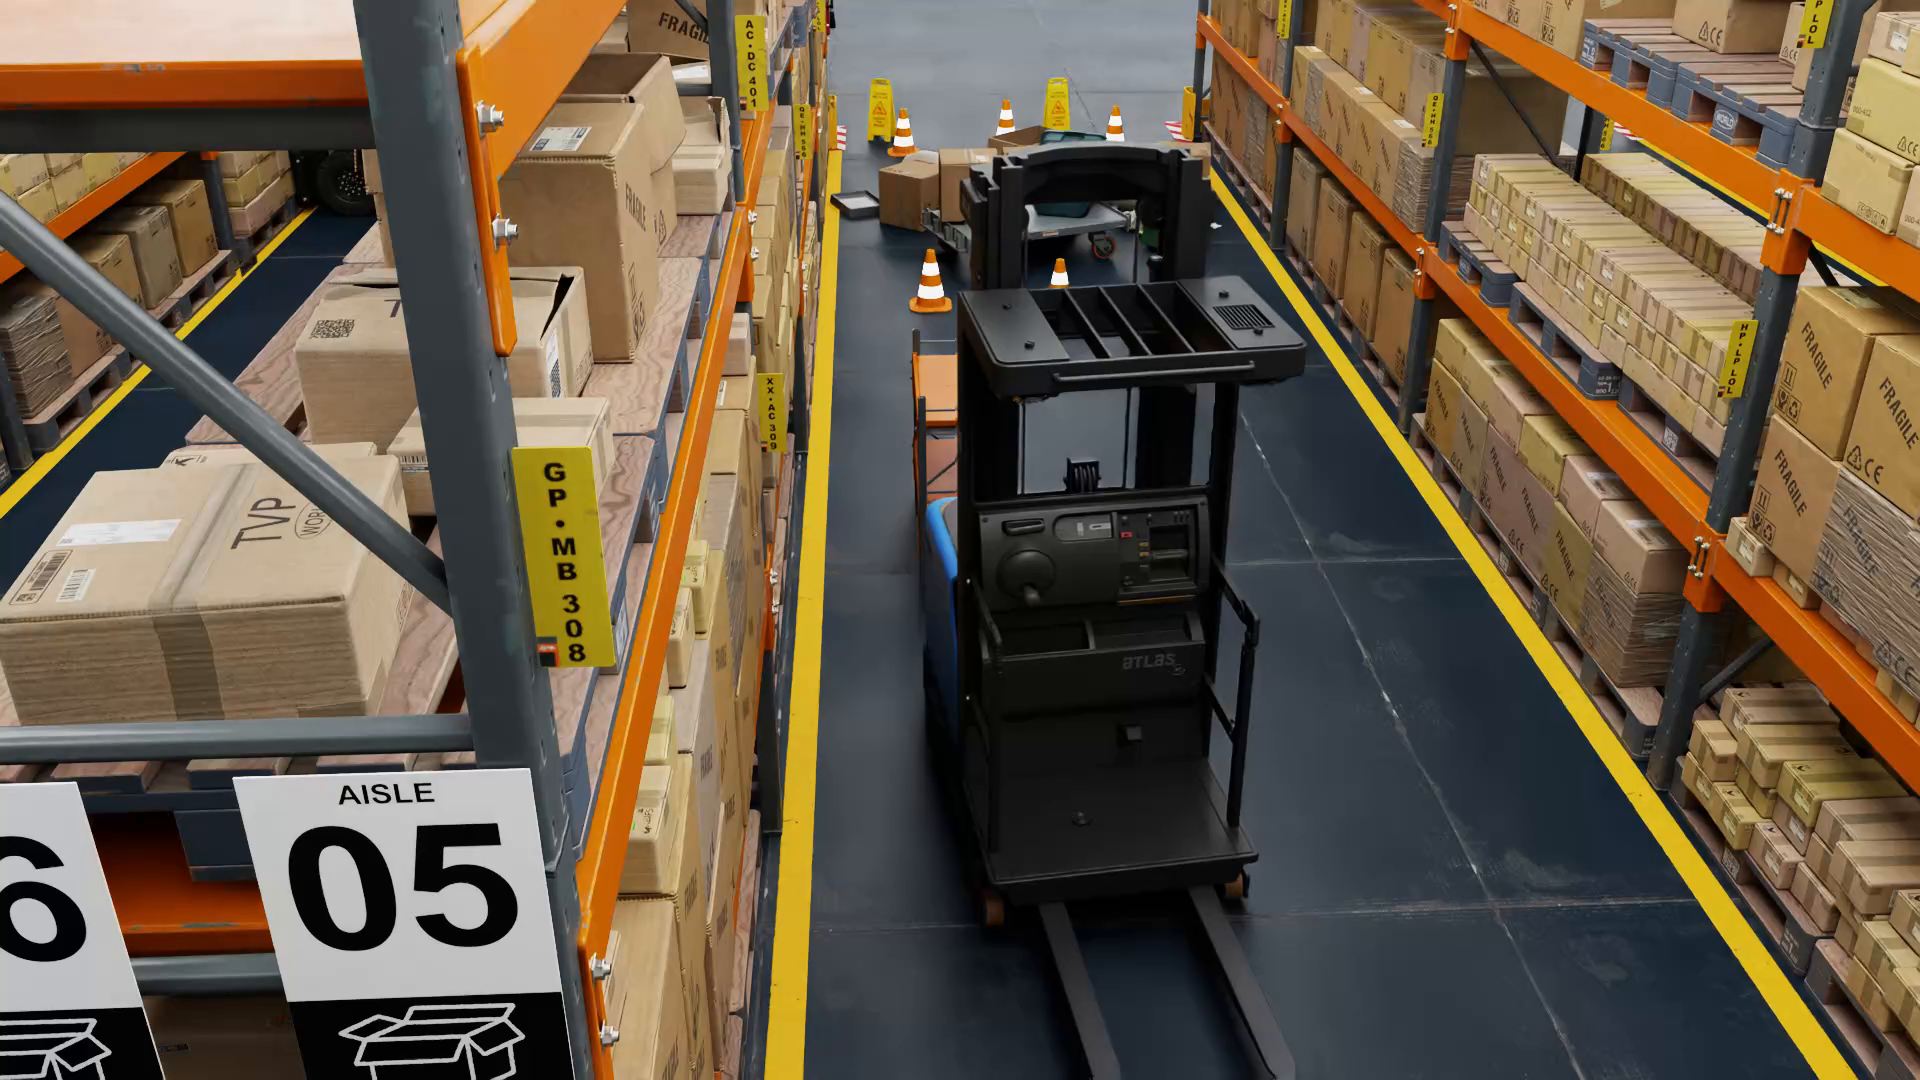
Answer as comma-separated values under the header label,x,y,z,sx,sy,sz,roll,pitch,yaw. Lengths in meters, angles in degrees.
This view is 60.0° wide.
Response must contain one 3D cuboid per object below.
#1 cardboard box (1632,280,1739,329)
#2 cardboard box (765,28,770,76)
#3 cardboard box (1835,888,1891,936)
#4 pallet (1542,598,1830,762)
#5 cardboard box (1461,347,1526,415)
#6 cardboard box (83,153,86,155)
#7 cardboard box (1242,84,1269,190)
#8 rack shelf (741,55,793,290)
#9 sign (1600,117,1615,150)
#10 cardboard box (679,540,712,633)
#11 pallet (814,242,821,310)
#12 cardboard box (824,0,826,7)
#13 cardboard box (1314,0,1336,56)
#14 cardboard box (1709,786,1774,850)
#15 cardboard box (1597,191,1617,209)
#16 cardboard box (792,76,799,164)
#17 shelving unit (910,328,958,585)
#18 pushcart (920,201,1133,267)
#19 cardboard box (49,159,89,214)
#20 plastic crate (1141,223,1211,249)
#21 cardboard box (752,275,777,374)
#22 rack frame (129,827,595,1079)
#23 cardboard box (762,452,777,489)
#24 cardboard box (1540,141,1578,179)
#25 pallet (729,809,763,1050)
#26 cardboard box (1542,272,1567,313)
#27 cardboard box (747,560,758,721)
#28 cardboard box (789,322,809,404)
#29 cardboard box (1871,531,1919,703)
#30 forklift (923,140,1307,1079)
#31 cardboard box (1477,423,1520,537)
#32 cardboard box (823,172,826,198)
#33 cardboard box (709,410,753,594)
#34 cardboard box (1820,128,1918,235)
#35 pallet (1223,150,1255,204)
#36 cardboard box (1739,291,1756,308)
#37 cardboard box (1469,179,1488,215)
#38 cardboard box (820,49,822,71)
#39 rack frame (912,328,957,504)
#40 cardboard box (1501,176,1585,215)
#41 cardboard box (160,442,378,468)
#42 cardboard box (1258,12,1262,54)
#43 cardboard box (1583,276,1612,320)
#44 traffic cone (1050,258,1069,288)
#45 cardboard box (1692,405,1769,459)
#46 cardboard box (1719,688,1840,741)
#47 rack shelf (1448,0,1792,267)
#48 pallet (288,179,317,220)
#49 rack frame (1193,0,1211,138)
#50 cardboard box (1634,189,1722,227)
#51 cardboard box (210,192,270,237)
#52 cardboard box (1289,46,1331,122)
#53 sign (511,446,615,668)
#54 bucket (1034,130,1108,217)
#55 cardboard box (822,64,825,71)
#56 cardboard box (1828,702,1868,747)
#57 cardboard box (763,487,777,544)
label,x,y,z,sx,sy,sz,roll,pitch,yaw
cardboard box,3.401,-1.107,7.803,0.380,0.149,0.250,-1,28,-3
cardboard box,-0.998,-2.062,7.016,0.380,0.166,0.250,-3,28,-6
cardboard box,3.510,1.376,6.174,0.380,0.149,0.250,0,28,0
pallet,3.615,0.654,8.269,1.003,0.211,1.213,-1,28,-3
cardboard box,3.269,-0.922,9.713,0.500,0.250,0.500,-2,28,-3
cardboard box,-6.312,-2.857,11.607,0.500,0.250,0.500,-1,28,-2
cardboard box,3.225,-3.870,15.770,0.875,0.875,0.875,-1,28,-2
rack shelf,-1.386,-1.992,7.859,1.077,0.370,4.000,-1,28,-3
sign,3.989,-2.566,10.260,0.100,0.325,0.005,-1,28,-3
cardboard box,-0.853,0.127,4.372,0.380,0.149,0.250,-2,28,-4
pallet,-1.657,-2.156,13.655,1.003,0.211,1.213,-1,28,-3
cardboard box,-1.510,-4.816,14.229,0.700,0.500,0.500,-1,28,-2
cardboard box,3.271,-4.176,13.324,0.700,0.500,0.500,-2,28,-4
cardboard box,3.369,1.153,6.924,0.380,0.149,0.250,-1,28,-1
cardboard box,3.944,-1.937,9.716,0.380,0.149,0.250,0,28,-1
cardboard box,-1.317,-2.721,10.839,0.500,0.500,0.500,0,28,0
shelving unit,0.000,-0.496,9.484,0.538,1.125,1.048,-1,28,-3
pushcart,0.575,-2.667,14.455,1.648,0.377,0.936,-11,30,-20
cardboard box,-6.281,-2.397,11.265,0.500,0.250,0.500,-2,28,-4
plastic crate,1.922,-2.745,14.748,0.450,0.188,0.662,22,34,18
cardboard box,-1.017,-0.755,6.764,0.500,0.500,0.500,-1,28,-2
rack frame,-1.072,1.790,3.074,1.000,3.000,0.127,-1,28,-3
cardboard box,-1.023,-0.422,6.937,0.500,0.250,0.500,-2,28,-4
cardboard box,3.694,-2.329,10.863,0.500,0.500,0.500,-1,28,-2
pallet,-1.320,1.532,6.584,1.003,0.211,1.213,-1,28,-3
cardboard box,3.341,-1.322,8.858,0.380,0.149,0.250,-1,28,-2
cardboard box,-0.969,0.344,5.738,0.500,0.500,0.500,-2,28,-4
cardboard box,-1.510,-1.187,11.169,0.950,0.372,0.625,-3,28,-6
cardboard box,3.454,0.297,5.507,0.500,0.500,0.500,-2,28,-4
forklift,0.575,0.089,6.409,1.130,2.935,3.031,-4,28,-9
cardboard box,3.291,-0.347,9.420,0.500,0.500,0.500,-2,28,-4
cardboard box,-1.499,-3.244,15.245,0.500,0.250,0.500,0,28,0
cardboard box,-0.962,-0.099,5.507,0.500,0.500,0.500,-2,28,-3
cardboard box,3.417,-1.267,5.853,0.500,0.250,0.500,0,28,0
pallet,3.211,-3.599,16.423,1.003,0.211,1.213,-1,28,-3
cardboard box,4.036,-1.106,8.123,0.380,0.149,0.250,0,28,-1
cardboard box,3.273,-2.049,9.931,0.380,0.149,0.250,0,28,0
cardboard box,-1.452,-4.384,15.184,0.380,0.149,0.250,-1,28,-2
rack frame,-0.026,-0.730,9.934,0.500,1.125,0.032,-1,28,-3
cardboard box,3.304,-1.954,9.426,0.380,0.149,0.250,-2,28,-3
cardboard box,-1.288,-0.056,3.080,0.380,0.149,0.250,-3,28,-7
cardboard box,3.246,-4.660,15.279,0.875,0.550,0.550,-1,28,-3
cardboard box,3.366,-1.218,8.337,0.380,0.149,0.250,-1,28,-2
traffic cone,0.778,-1.978,13.042,0.336,0.463,0.334,-1,28,-3
cardboard box,3.438,-0.477,7.238,0.380,0.149,0.250,-2,28,-4
cardboard box,3.468,0.755,7.044,0.380,0.149,0.250,0,28,-1
rack shelf,3.552,-2.158,8.178,1.077,0.370,4.000,-1,28,-3
pallet,-6.722,-3.327,15.900,1.003,0.211,1.213,-1,28,-3
rack frame,3.030,-5.765,17.560,1.000,3.000,0.127,-1,28,-3
cardboard box,3.974,-1.834,9.196,0.380,0.149,0.250,-1,28,-1
cardboard box,-6.350,-2.828,14.449,0.500,0.250,0.500,-1,28,-2
cardboard box,2.998,-3.713,13.517,0.500,0.500,0.500,-1,28,-2
sign,-0.518,0.027,2.180,0.100,0.325,0.005,-1,28,-3
bucket,0.930,-3.147,14.437,0.726,0.611,0.620,8,39,15
cardboard box,-1.509,-4.538,16.214,0.380,0.149,0.250,-1,28,-2
cardboard box,3.935,0.749,7.056,0.380,0.149,0.250,-1,28,-1
cardboard box,-1.041,-0.200,7.052,0.500,0.250,0.500,-2,28,-4
